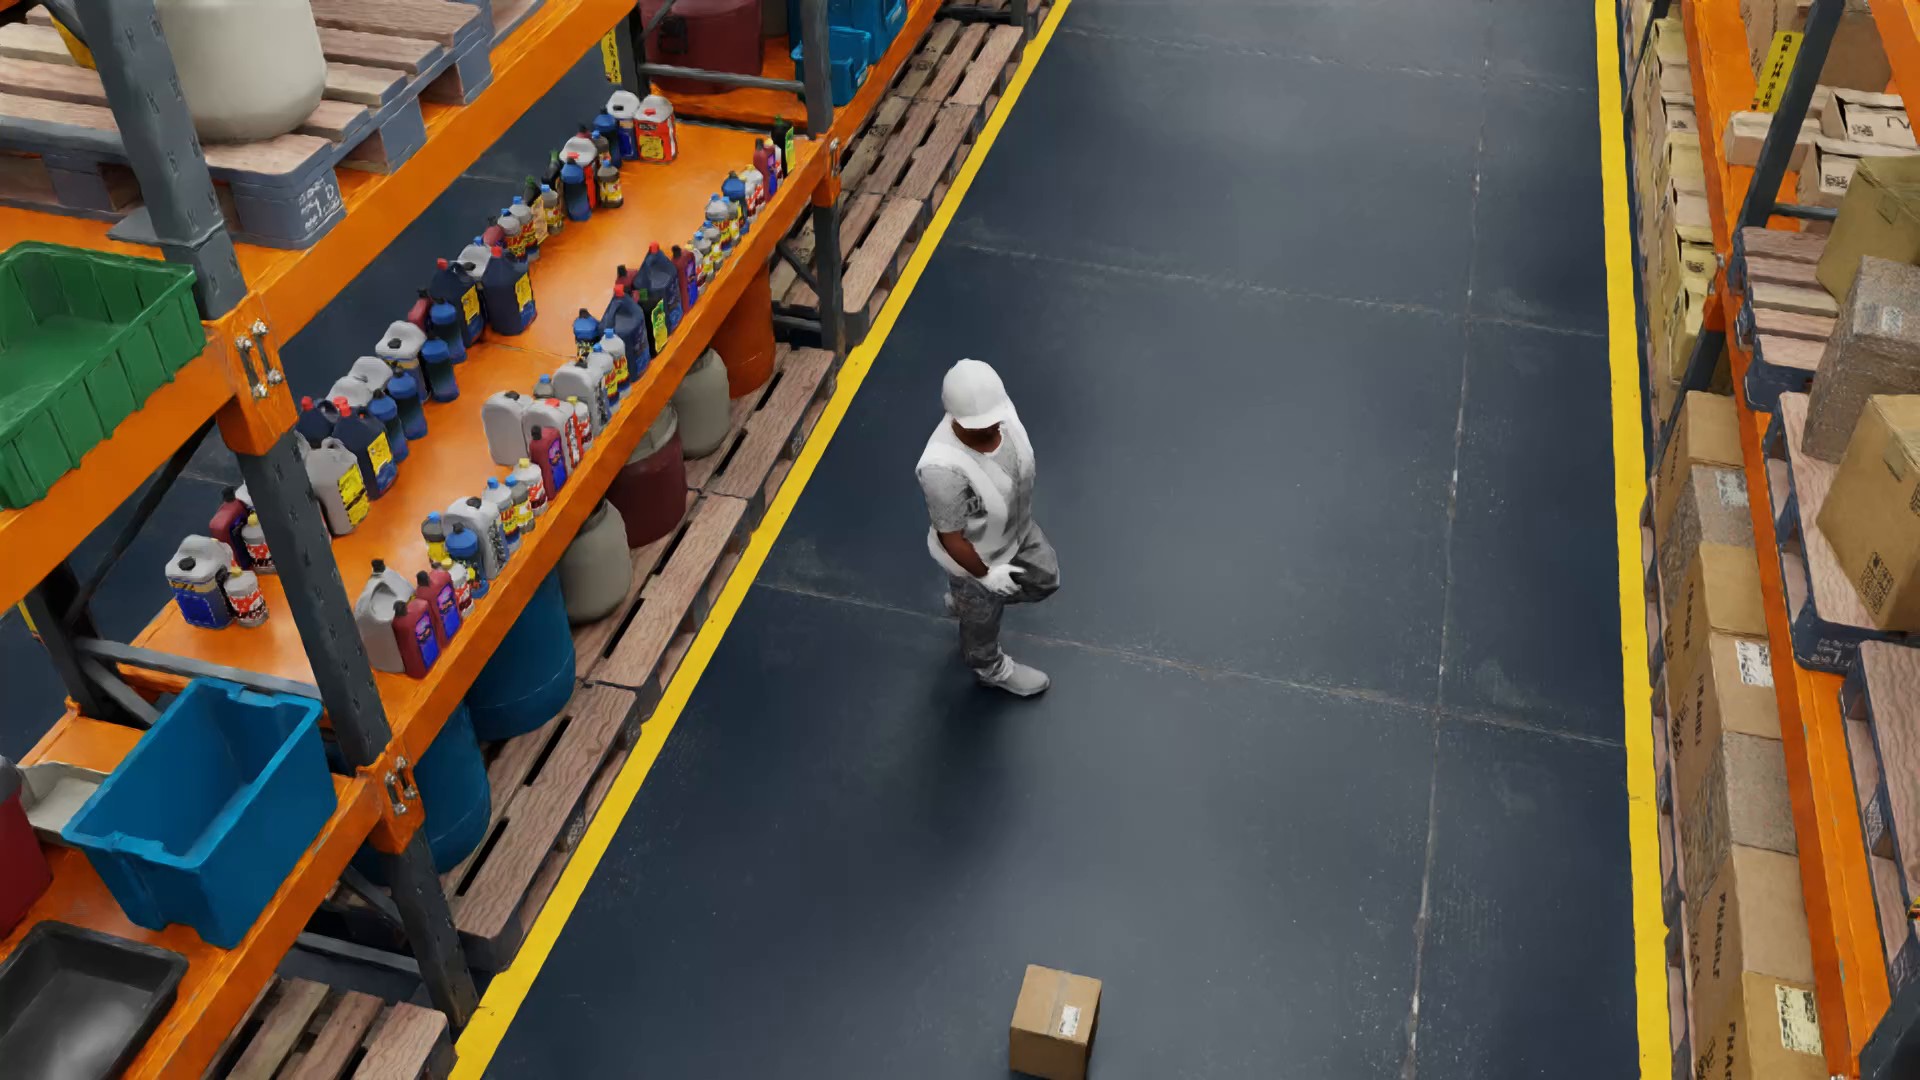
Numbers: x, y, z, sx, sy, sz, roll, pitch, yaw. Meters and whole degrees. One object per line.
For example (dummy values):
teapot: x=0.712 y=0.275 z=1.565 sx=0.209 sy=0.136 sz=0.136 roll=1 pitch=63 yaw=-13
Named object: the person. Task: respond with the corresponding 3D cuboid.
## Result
person: x=0.078 y=-0.033 z=6.188 sx=0.514 sy=1.758 sz=0.733 roll=18 pitch=44 yaw=20
